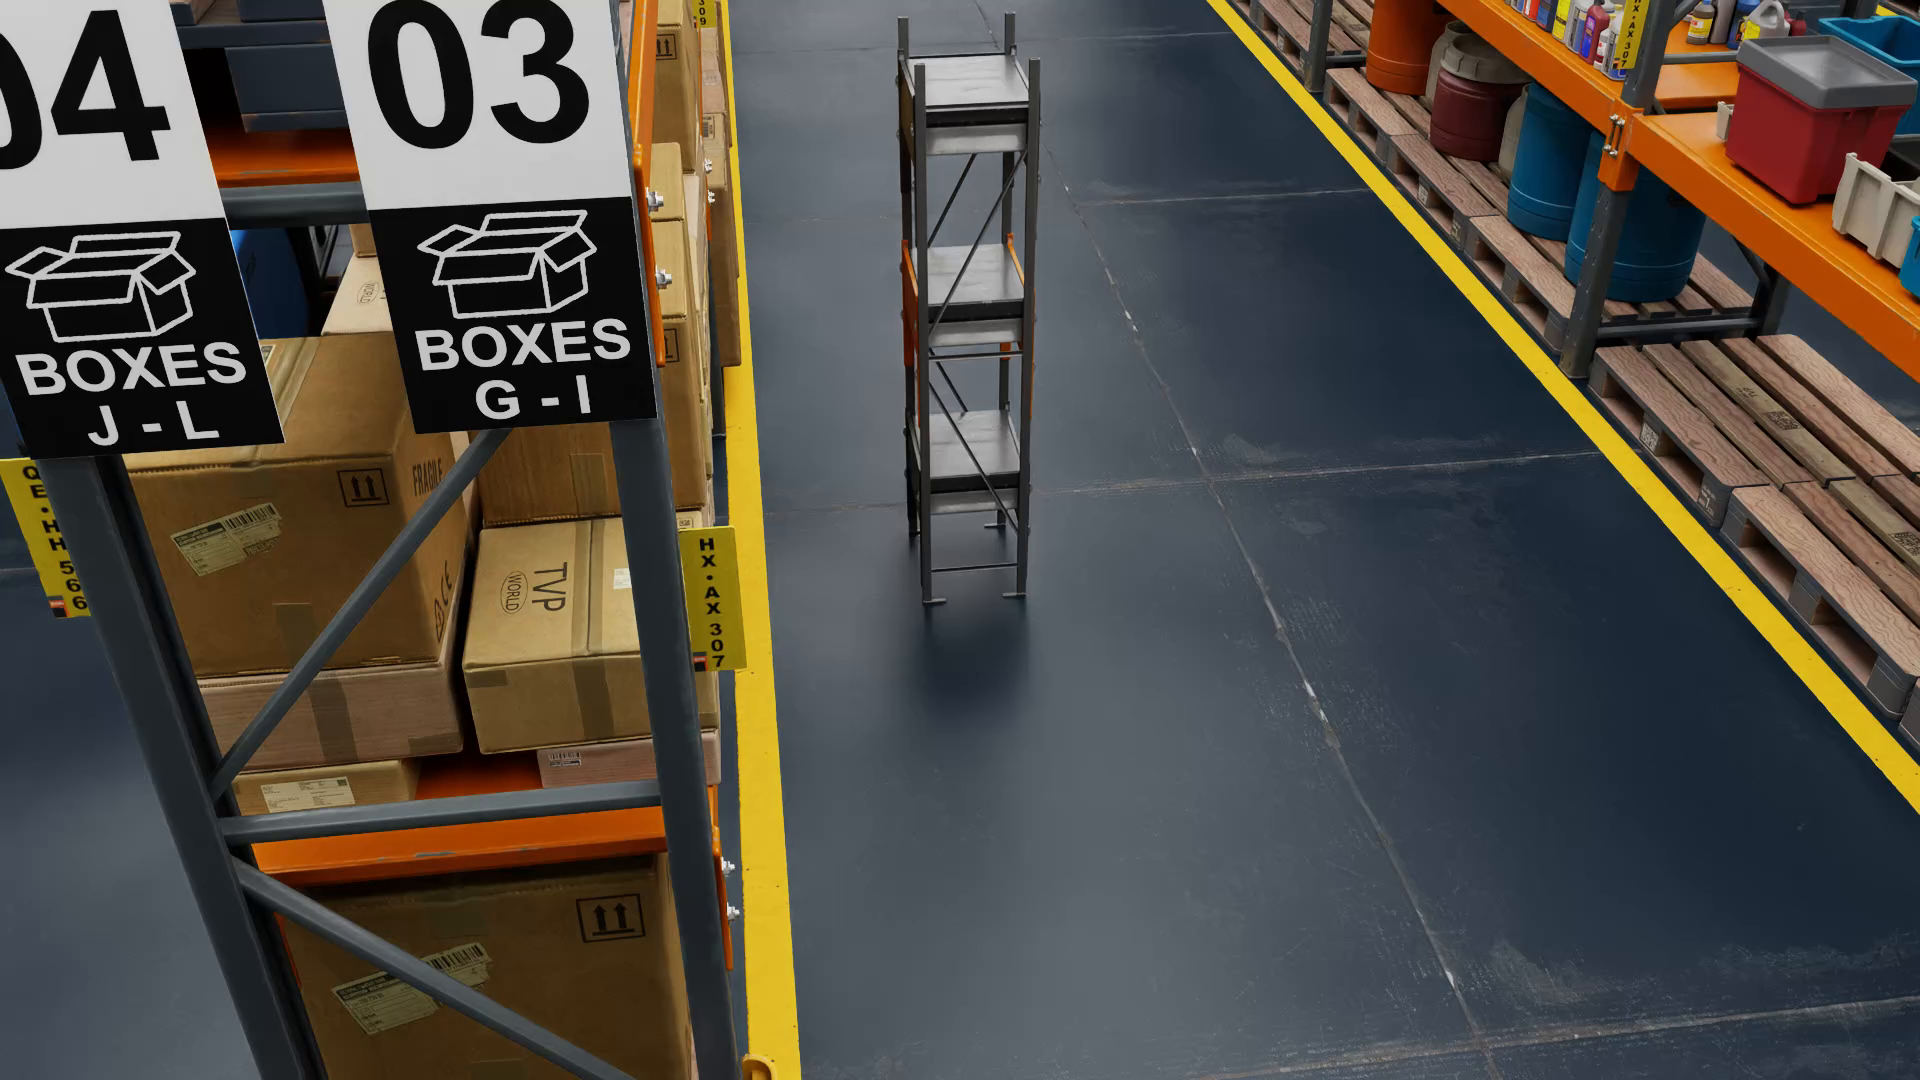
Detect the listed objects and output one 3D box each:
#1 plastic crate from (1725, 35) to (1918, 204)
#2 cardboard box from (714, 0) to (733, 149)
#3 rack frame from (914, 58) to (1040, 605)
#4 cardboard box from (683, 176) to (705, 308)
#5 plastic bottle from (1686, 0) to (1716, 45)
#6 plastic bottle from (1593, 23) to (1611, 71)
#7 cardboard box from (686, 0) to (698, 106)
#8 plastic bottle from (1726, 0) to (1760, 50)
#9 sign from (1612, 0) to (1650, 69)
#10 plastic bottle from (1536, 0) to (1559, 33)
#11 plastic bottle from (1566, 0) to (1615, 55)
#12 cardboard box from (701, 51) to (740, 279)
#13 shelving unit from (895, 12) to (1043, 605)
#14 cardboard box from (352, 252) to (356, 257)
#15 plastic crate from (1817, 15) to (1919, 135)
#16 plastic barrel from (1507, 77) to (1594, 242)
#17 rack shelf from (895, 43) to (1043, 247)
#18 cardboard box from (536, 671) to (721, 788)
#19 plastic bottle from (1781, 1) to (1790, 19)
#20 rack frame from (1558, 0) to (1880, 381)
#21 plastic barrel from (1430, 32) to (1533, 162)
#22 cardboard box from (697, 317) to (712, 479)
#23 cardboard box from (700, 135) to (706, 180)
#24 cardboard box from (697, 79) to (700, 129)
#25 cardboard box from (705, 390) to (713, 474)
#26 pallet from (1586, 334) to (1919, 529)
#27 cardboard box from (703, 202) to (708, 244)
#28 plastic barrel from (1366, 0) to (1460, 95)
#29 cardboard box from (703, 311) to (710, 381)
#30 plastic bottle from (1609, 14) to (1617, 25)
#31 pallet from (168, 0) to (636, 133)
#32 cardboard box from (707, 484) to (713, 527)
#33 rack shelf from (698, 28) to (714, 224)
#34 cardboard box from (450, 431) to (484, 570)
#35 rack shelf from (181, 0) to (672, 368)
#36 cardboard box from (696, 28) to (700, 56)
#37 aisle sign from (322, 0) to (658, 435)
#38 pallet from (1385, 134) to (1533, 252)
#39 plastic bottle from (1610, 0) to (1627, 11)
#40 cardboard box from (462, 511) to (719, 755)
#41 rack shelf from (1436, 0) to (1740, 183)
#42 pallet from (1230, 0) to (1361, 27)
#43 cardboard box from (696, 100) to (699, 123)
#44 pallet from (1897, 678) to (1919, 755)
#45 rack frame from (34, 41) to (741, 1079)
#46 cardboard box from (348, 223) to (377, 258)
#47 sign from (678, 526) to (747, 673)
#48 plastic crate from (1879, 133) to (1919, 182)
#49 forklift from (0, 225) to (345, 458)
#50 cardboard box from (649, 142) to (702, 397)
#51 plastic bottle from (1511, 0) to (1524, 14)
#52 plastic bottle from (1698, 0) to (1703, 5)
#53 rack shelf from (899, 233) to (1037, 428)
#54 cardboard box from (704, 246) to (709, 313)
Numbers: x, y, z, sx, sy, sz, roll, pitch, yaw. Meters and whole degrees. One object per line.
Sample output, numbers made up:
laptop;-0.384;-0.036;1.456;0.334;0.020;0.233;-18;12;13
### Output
plastic crate;3.235;-1.599;6.323;0.402;0.464;0.583;-4;35;-6
cardboard box;-2.011;-2.831;9.754;1.225;0.875;0.875;-6;35;-9
rack frame;0.055;-0.639;5.823;0.400;2.100;0.015;-4;35;-6
cardboard box;-1.084;-0.951;5.351;0.500;0.250;0.500;-4;34;-5
plastic bottle;3.508;-2.454;7.864;0.097;0.201;0.097;0;34;0
plastic bottle;2.947;-2.241;7.551;0.097;0.201;0.097;0;34;0
cardboard box;-1.218;-1.824;5.967;0.500;0.500;0.500;-3;34;-5
plastic bottle;3.672;-2.440;7.782;0.097;0.271;0.097;0;34;0
sign;2.818;-2.139;6.979;0.100;0.325;0.005;-4;35;-6
plastic bottle;2.890;-2.636;7.998;0.144;0.351;0.185;-4;35;-6
plastic bottle;2.941;-2.413;7.737;0.152;0.276;0.135;-4;35;-6
cardboard box;-1.772;-1.840;8.300;1.225;0.875;0.875;-6;35;-8
shelving unit;0.022;-0.775;6.023;0.431;2.100;0.503;-4;35;-6
cardboard box;-1.604;-0.902;5.279;0.500;0.250;0.500;-4;34;-5
plastic crate;3.764;-1.848;6.760;0.392;0.384;0.575;-4;35;-6
plastic barrel;3.212;-2.071;8.616;0.600;0.901;0.708;-4;35;-6
rack shelf;0.022;-1.342;5.637;0.431;0.518;0.480;-4;35;-6
cardboard box;-0.728;0.423;3.689;0.380;0.149;0.250;-4;34;-6
plastic bottle;3.719;-2.328;7.606;0.061;0.283;0.133;-4;35;-6
rack frame;3.363;-2.065;7.116;1.000;3.000;0.127;-4;35;-6
plastic barrel;3.060;-2.572;9.629;0.600;0.588;0.708;-4;35;-6
cardboard box;-0.944;-0.377;4.509;0.500;0.250;0.500;-5;35;-8
cardboard box;-1.179;-1.441;6.423;0.380;0.149;0.250;-4;34;-6
cardboard box;-1.359;-2.007;6.942;0.500;0.500;0.500;-4;35;-6
cardboard box;-0.903;-0.294;4.741;0.380;0.149;0.250;-5;35;-7
pallet;3.501;-0.505;7.304;1.003;0.211;1.213;-4;35;-6
cardboard box;-1.110;-1.154;6.002;0.380;0.149;0.250;-5;35;-7
plastic barrel;2.908;-3.302;10.486;0.600;0.830;0.708;-4;35;-6
cardboard box;-0.973;-0.581;5.163;0.380;0.149;0.250;-4;34;-6
plastic bottle;2.989;-2.320;7.667;0.097;0.201;0.097;0;34;0
pallet;-1.117;-1.074;3.077;1.003;0.211;1.213;-4;35;-6
cardboard box;-0.834;-0.008;4.322;0.380;0.149;0.250;-5;35;-7
rack shelf;-1.814;-2.509;8.406;1.077;0.370;4.000;-4;35;-6
cardboard box;-1.403;-0.052;4.032;0.500;0.250;0.500;-5;35;-7
rack shelf;-1.276;-1.516;4.286;1.077;0.370;4.000;-4;35;-6
cardboard box;-1.494;-2.567;7.764;0.500;0.500;0.500;-5;35;-7
aisle sign;-0.700;-0.514;2.533;0.394;0.787;0.004;-4;35;-6
pallet;3.133;-2.029;9.539;1.003;0.211;1.213;-4;35;-6
plastic bottle;3.058;-2.544;7.863;0.144;0.351;0.185;-4;35;-6
cardboard box;-0.804;0.193;3.672;0.500;0.250;0.500;-5;35;-8
rack shelf;3.094;-2.884;8.957;1.077;0.370;4.000;-4;35;-6
pallet;2.599;-4.259;12.813;1.003;0.211;1.213;-4;35;-6
cardboard box;-1.225;-1.524;6.192;0.500;0.250;0.500;-5;35;-7
pallet;3.829;0.856;5.306;1.003;0.211;1.213;-4;35;-6
rack frame;-1.007;0.542;3.291;1.000;3.000;0.127;-4;35;-6
cardboard box;-1.601;-1.209;5.063;0.500;0.500;0.500;-5;35;-8
sign;-0.456;0.113;3.081;0.100;0.325;0.005;-4;35;-6
plastic crate;3.780;-1.372;6.290;0.437;0.125;0.590;-4;35;-6
forklift;-3.621;-2.212;7.393;1.130;2.935;3.031;-6;35;-9
cardboard box;-0.947;-0.684;4.294;0.500;0.500;0.500;-5;35;-8
plastic bottle;2.855;-2.769;8.260;0.152;0.276;0.135;-4;35;-6
plastic bottle;3.628;-2.595;8.071;0.097;0.201;0.097;0;34;0
rack shelf;0.022;-0.764;6.031;0.431;0.518;0.480;-4;35;-6
cardboard box;-1.040;-0.866;5.581;0.380;0.149;0.250;-4;34;-5
